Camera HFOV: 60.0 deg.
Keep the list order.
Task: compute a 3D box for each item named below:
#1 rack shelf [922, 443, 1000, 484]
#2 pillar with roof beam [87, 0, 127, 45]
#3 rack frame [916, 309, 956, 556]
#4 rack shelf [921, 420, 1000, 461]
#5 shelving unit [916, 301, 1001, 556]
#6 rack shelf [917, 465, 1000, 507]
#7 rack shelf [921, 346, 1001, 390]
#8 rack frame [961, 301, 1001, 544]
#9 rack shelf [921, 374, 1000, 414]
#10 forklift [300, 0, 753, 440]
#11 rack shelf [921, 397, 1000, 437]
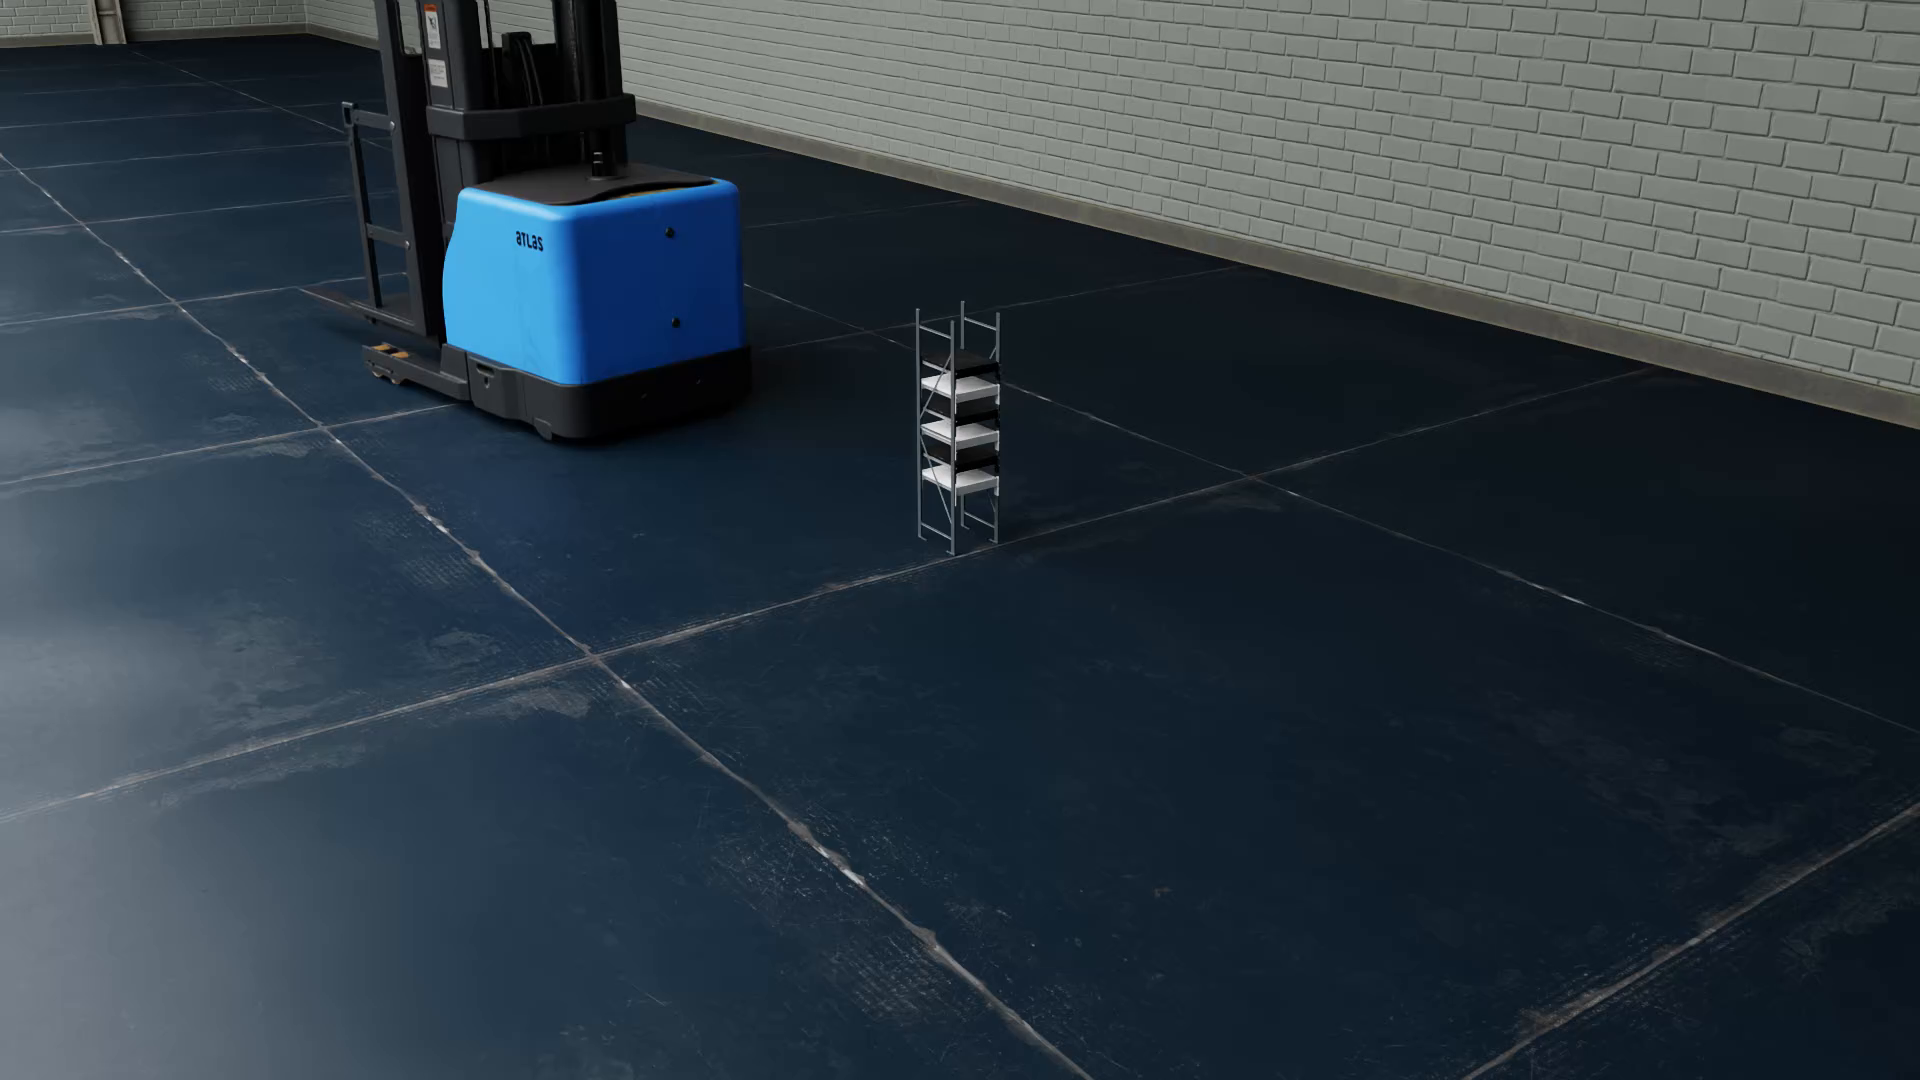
[{"bbox_3d":[-0.007,-0.302,6.271,0.200,0.077,0.258,-15,26,-33],"label":"rack shelf"},{"bbox_3d":[-10.455,-10.467,20.485,0.400,9.000,9.100,-15,26,-33],"label":"pillar with roof beam"},{"bbox_3d":[-0.089,-0.394,6.170,0.006,0.900,0.240,-15,26,-33],"label":"rack frame"},{"bbox_3d":[-0.007,-0.385,6.238,0.200,0.077,0.258,-15,26,-33],"label":"rack shelf"},{"bbox_3d":[-0.007,-0.416,6.225,0.210,0.900,0.258,-15,26,-33],"label":"shelving unit"},{"bbox_3d":[-0.007,-0.218,6.304,0.200,0.077,0.258,-15,26,-33],"label":"rack shelf"},{"bbox_3d":[-0.007,-0.636,6.137,0.200,0.077,0.258,-15,26,-33],"label":"rack shelf"},{"bbox_3d":[0.076,-0.438,6.280,0.006,0.900,0.240,-15,26,-33],"label":"rack frame"},{"bbox_3d":[-0.007,-0.552,6.171,0.200,0.077,0.258,-15,26,-33],"label":"rack shelf"},{"bbox_3d":[-2.396,-2.258,8.101,3.031,2.935,1.130,20,29,41],"label":"forklift"},{"bbox_3d":[-0.007,-0.469,6.204,0.200,0.077,0.258,-15,26,-33],"label":"rack shelf"}]
